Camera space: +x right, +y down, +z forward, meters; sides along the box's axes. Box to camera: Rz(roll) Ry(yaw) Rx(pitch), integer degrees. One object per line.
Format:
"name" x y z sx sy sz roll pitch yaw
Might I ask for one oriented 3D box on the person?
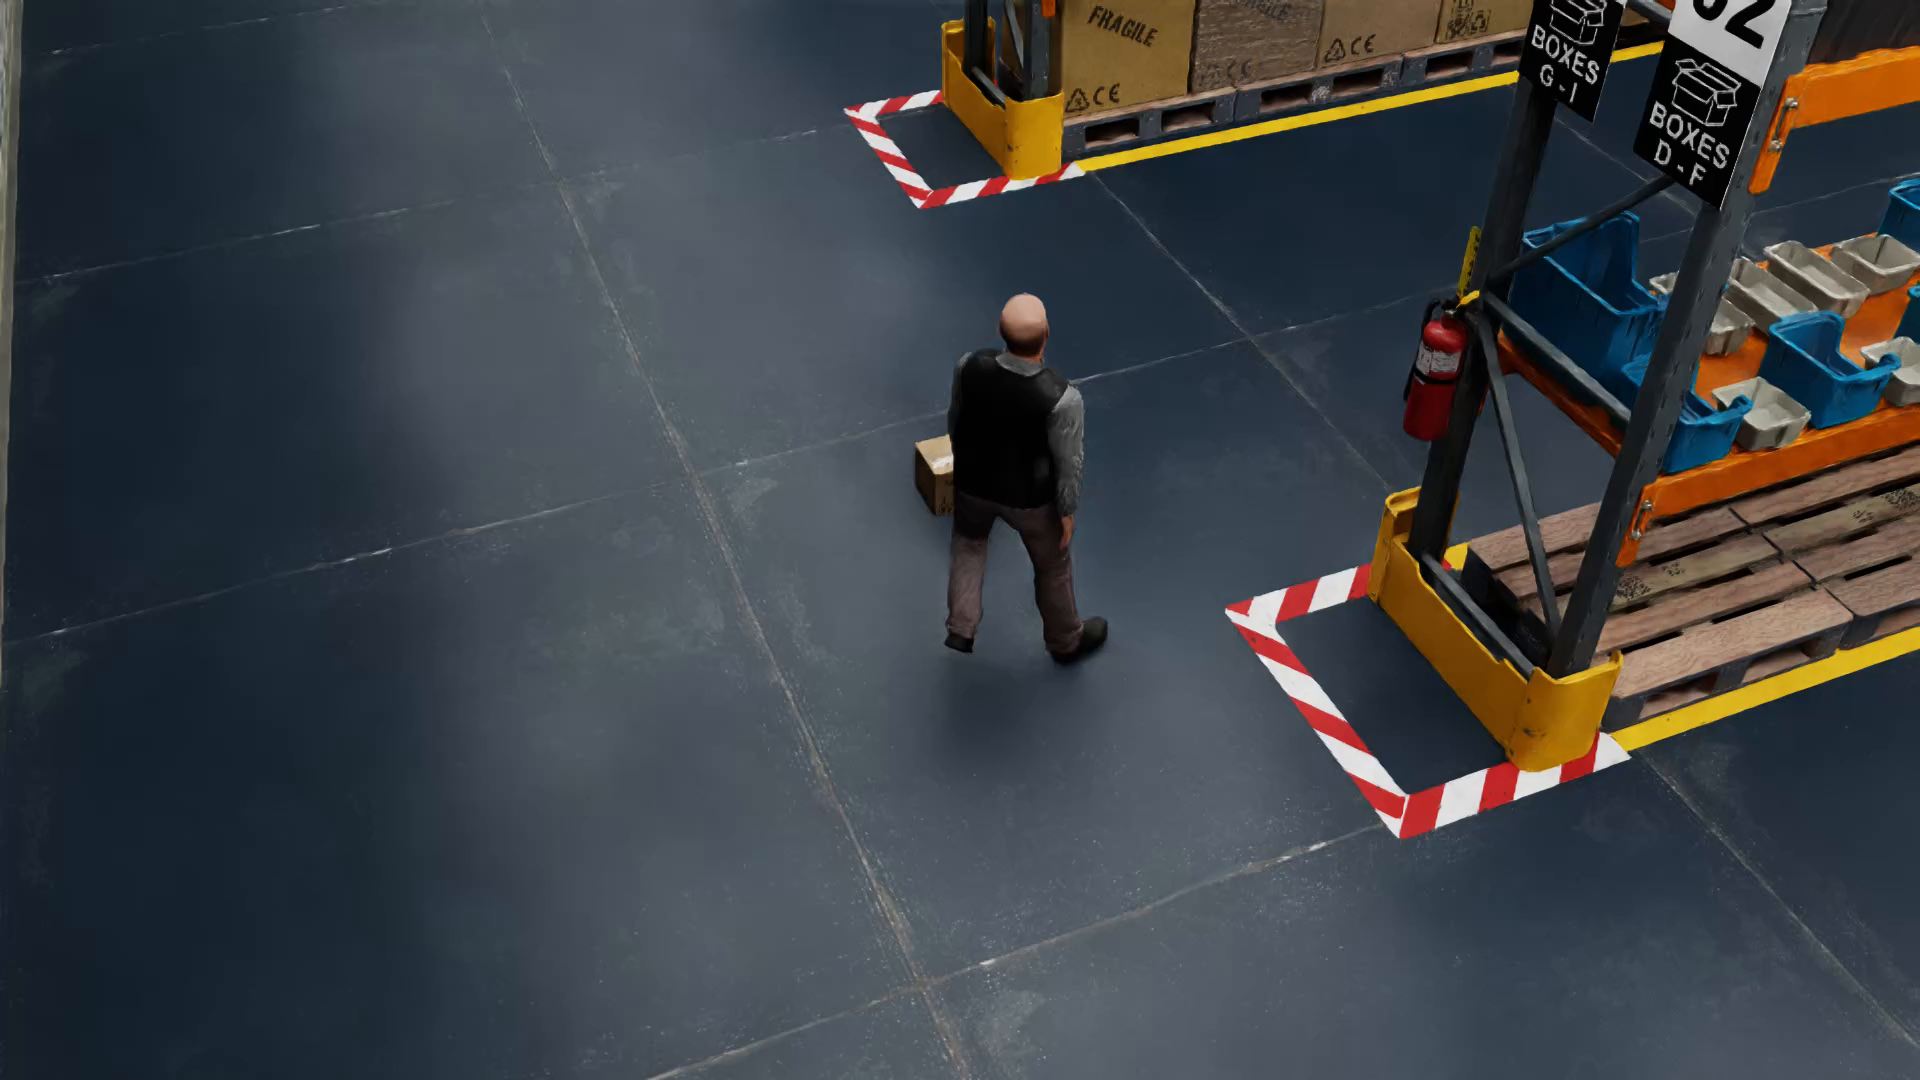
"person" 0.228 -0.171 6.347 0.644 1.715 0.596 15 44 17
